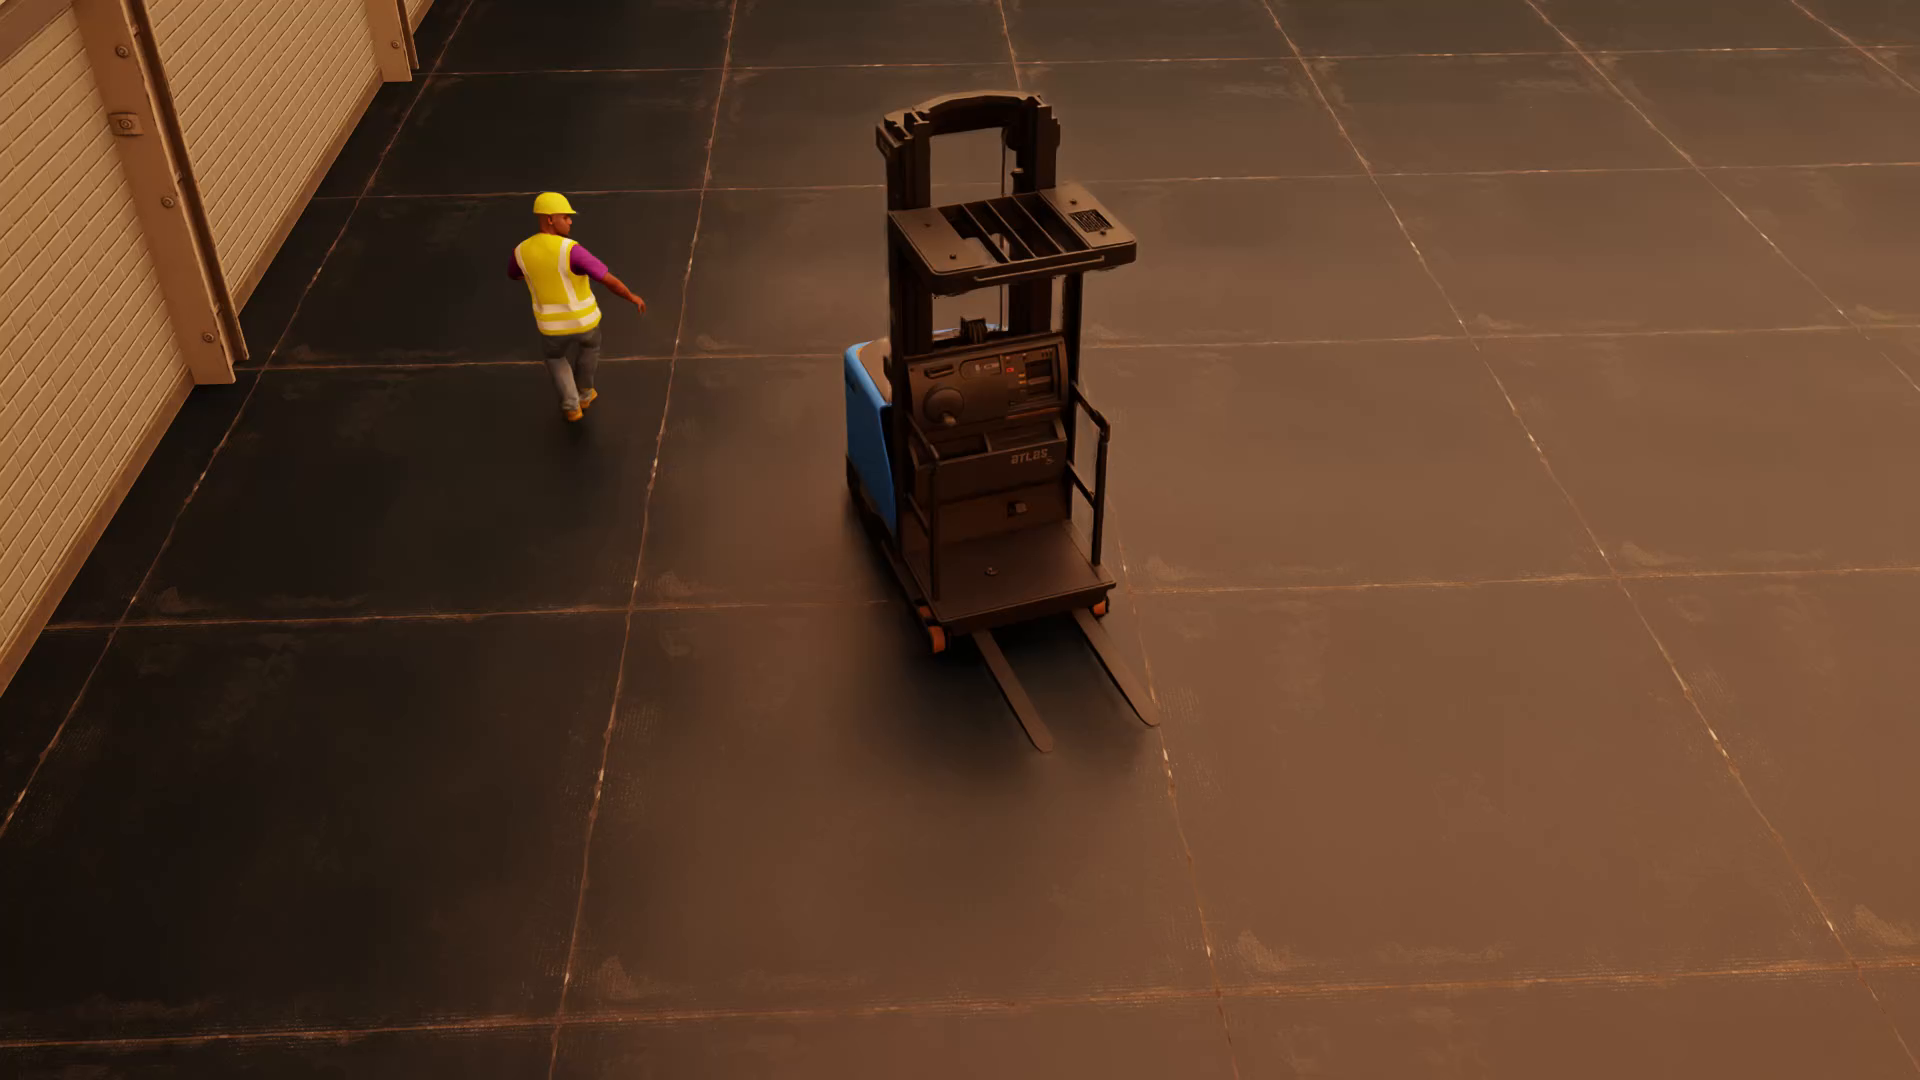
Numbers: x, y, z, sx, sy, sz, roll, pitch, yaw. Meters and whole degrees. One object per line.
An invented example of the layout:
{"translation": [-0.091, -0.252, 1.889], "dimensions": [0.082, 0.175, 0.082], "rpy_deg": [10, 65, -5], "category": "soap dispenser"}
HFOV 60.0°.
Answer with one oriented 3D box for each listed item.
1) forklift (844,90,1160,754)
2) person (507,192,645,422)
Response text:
{"translation": [0.235, -0.807, 9.118], "dimensions": [1.130, 2.935, 3.031], "rpy_deg": [-12, 38, -16], "category": "forklift"}
{"translation": [-2.597, -1.608, 11.321], "dimensions": [0.923, 1.631, 0.841], "rpy_deg": [0, 36, 0], "category": "person"}
